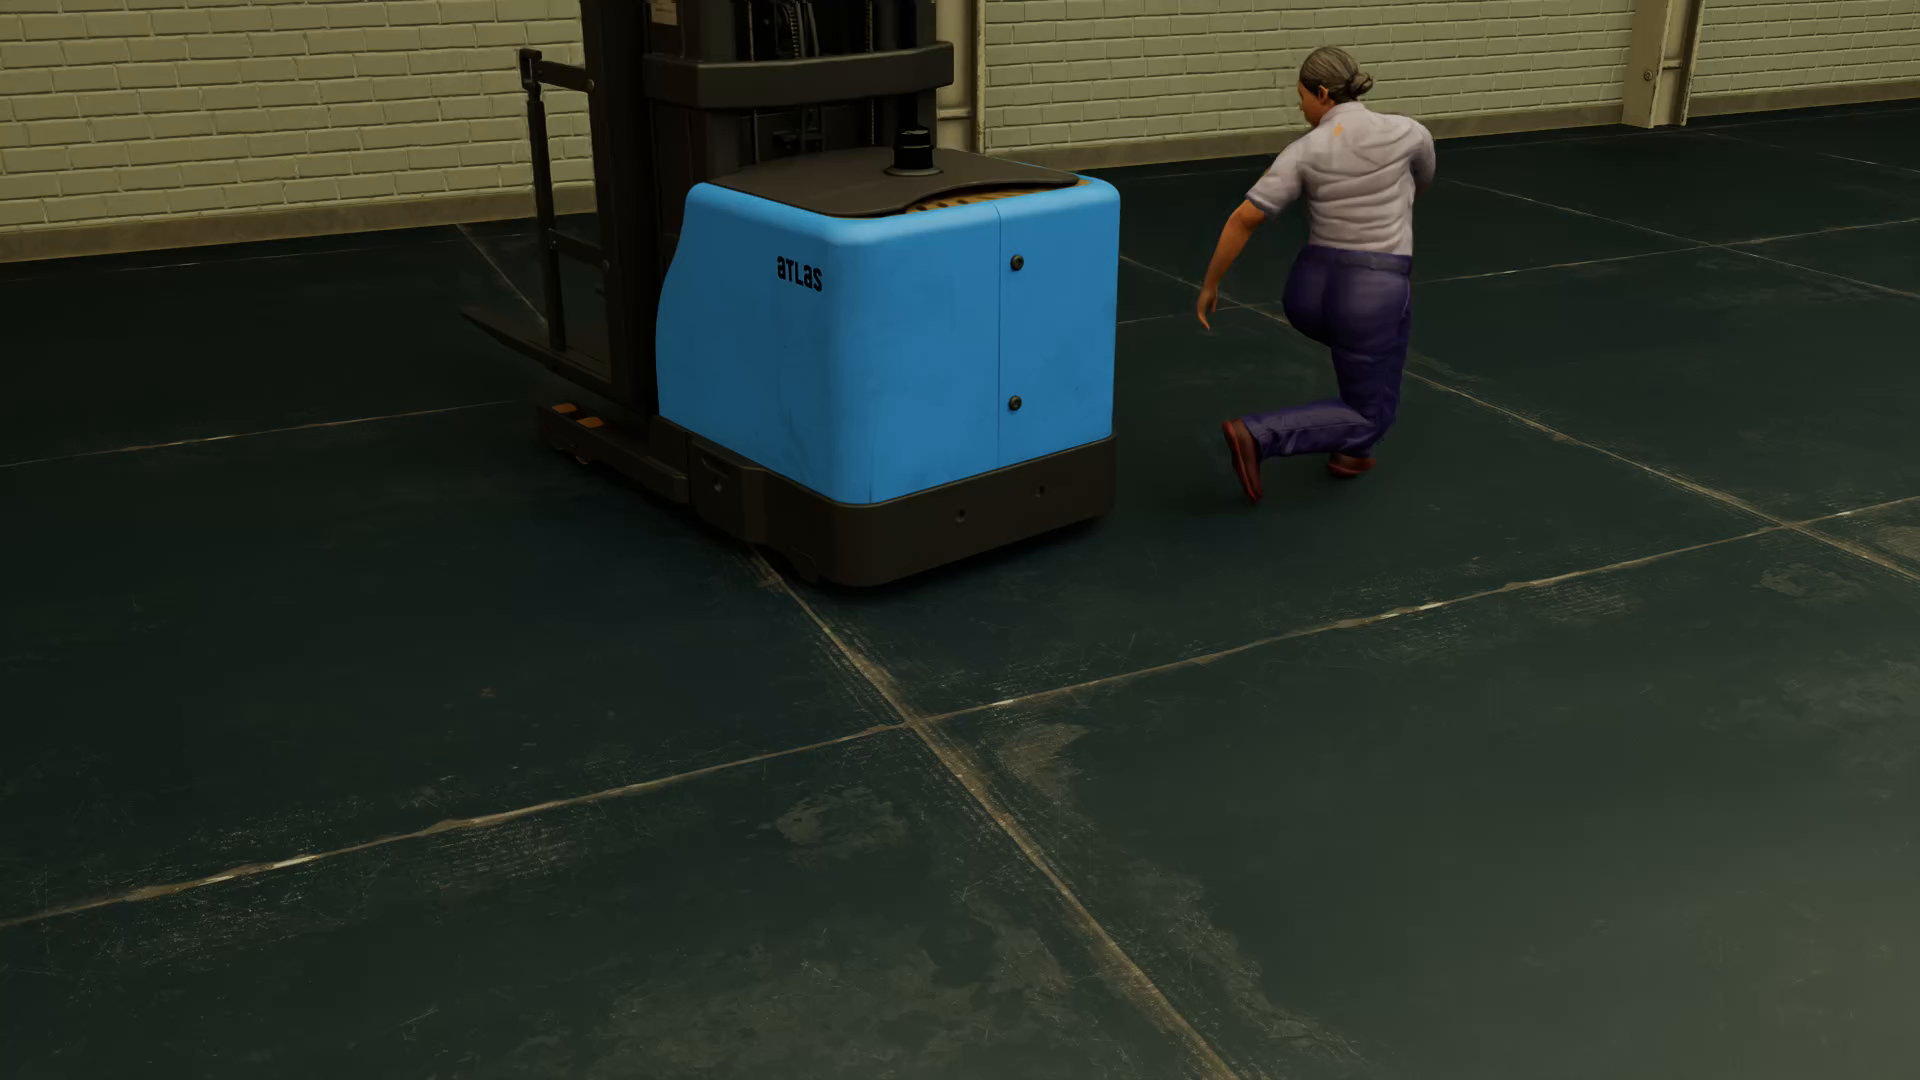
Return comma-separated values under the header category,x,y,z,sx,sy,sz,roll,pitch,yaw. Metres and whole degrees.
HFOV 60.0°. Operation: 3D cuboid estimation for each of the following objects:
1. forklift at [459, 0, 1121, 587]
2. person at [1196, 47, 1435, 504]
category,x,y,z,sx,sy,sz,roll,pitch,yaw
forklift,-0.835,-1.718,5.421,1.130,2.935,3.031,-17,28,-36
person,1.149,-0.827,5.331,0.601,1.431,0.862,21,30,41
